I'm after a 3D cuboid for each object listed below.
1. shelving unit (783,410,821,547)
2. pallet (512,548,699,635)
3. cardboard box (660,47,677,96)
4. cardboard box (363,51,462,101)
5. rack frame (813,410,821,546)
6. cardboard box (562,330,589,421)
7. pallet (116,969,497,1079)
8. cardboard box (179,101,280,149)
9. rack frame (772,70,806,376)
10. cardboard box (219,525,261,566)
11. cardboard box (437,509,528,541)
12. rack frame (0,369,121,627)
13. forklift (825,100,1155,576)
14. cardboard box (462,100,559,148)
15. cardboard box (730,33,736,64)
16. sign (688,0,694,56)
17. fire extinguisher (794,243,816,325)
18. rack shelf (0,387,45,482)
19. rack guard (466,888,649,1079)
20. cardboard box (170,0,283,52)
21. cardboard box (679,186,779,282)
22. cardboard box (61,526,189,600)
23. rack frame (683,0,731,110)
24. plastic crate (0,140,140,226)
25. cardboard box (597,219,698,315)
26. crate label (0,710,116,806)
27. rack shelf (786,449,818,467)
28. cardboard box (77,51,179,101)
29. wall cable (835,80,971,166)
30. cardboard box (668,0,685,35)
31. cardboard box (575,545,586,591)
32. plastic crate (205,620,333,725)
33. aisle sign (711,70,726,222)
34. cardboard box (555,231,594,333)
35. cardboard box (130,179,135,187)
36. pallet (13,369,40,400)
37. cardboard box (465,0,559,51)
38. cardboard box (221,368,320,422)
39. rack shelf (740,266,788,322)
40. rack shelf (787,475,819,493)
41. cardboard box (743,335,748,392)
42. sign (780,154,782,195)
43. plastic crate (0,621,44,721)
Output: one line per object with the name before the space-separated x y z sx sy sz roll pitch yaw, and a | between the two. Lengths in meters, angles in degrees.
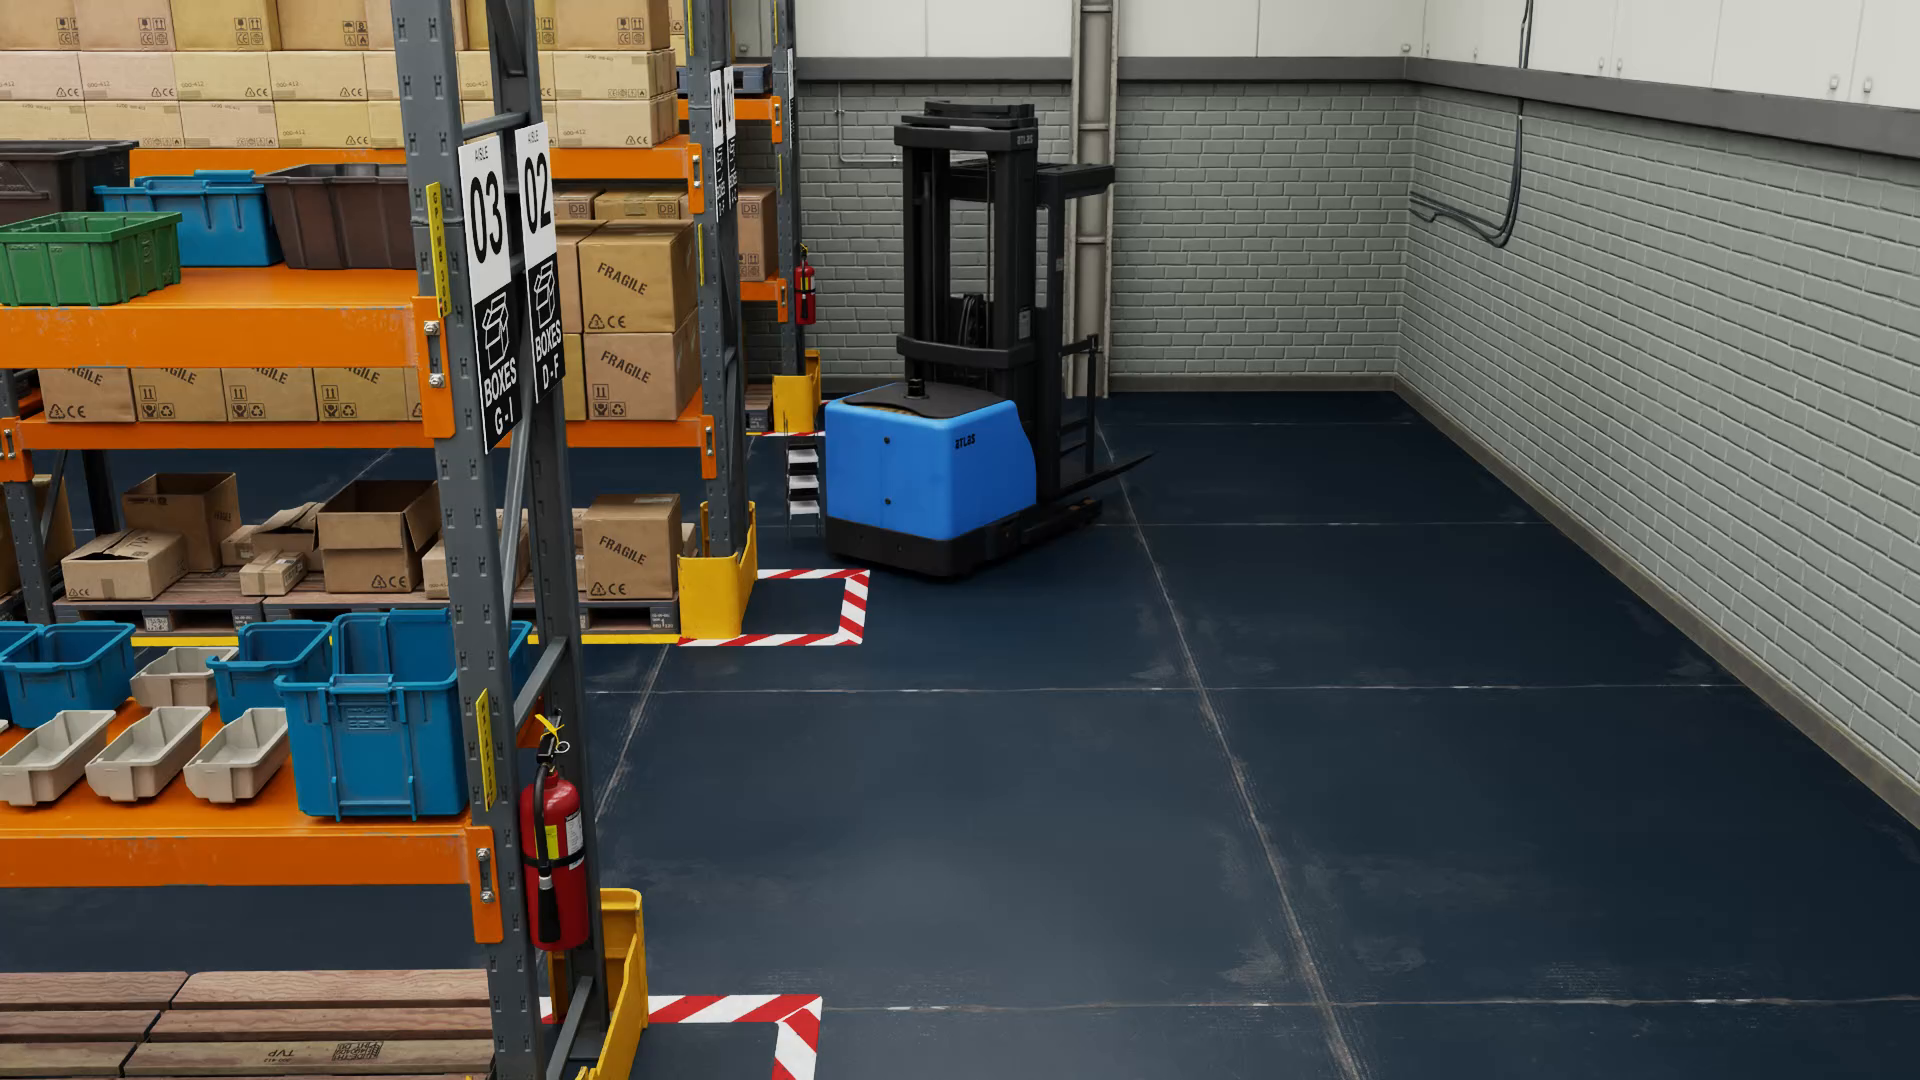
shelving unit | -1.079 -0.419 11.382 0.210 0.900 0.258 -3 18 -10
pallet | -2.273 0.307 10.245 1.213 0.211 1.003 0 18 -1
cardboard box | -1.918 -2.697 9.562 0.500 0.250 0.500 0 18 -1
cardboard box | -2.910 -2.536 9.060 0.500 0.250 0.500 0 18 -1
rack frame | -0.979 -0.425 11.400 0.006 0.900 0.240 -3 18 -10
cardboard box | -2.362 -0.984 9.541 0.500 0.500 0.500 0 18 0
pallet | -2.151 1.807 5.568 1.213 0.211 1.003 0 18 -1
cardboard box | -3.909 -2.293 9.120 0.500 0.250 0.500 0 18 -1
rack frame | -1.482 -2.538 14.550 0.127 3.000 1.000 0 18 -1
cardboard box | -4.460 0.032 10.483 0.250 0.149 0.380 0 18 -1
cardboard box | -2.948 -0.005 10.433 0.500 0.250 0.500 0 18 -1
rack frame | -5.399 -1.006 9.773 0.127 3.000 1.000 0 18 -1
forklift | 0.366 -1.552 11.587 1.130 2.935 3.031 12 22 34
cardboard box | -2.410 -2.300 9.142 0.500 0.250 0.500 0 18 -1
cardboard box | -2.216 -4.214 14.258 0.500 0.250 0.500 1 18 2
sign | -1.411 -2.706 8.711 0.005 0.325 0.100 0 18 -1
fire extinguisher | -1.324 -2.184 14.181 0.183 0.674 0.296 0 18 -1
rack shelf | -7.399 -0.654 9.853 4.000 0.370 1.077 0 18 -1
rack guard | -1.302 1.674 5.512 0.348 0.500 1.175 0 18 -1
cardboard box | -3.912 -2.936 9.077 0.500 0.500 0.700 0 18 -1
cardboard box | -1.992 -2.676 14.487 0.700 0.700 0.980 1 18 2
cardboard box | -4.976 0.129 9.917 0.500 0.311 0.500 0 18 -1
rack frame | -1.400 -3.882 8.917 0.127 3.000 1.000 0 18 -1
plastic crate | -2.857 -0.988 4.907 0.767 0.338 0.504 0 18 -1
cardboard box | -1.848 -1.628 9.910 0.500 0.500 0.500 0 18 1
crate label | -2.706 0.649 4.946 0.243 0.136 0.396 0 18 -1
rack shelf | -1.079 -0.559 11.337 0.200 0.077 0.258 -3 18 -10
cardboard box | -4.409 -2.531 9.042 0.500 0.250 0.500 0 18 -1
wall cable | -0.217 -3.317 15.314 1.851 1.984 0.084 0 18 -1
cardboard box | -2.209 -4.413 13.650 0.500 0.500 0.500 0 18 -1
cardboard box | -2.346 0.167 10.036 0.250 0.166 0.380 0 18 -1
plastic crate | -2.236 0.442 5.434 0.300 0.233 0.416 0 18 -1
aisle sign | -1.327 -2.170 9.146 0.004 0.787 0.394 0 18 -1
cardboard box | -2.346 -1.460 9.389 0.500 0.500 0.500 0 18 1
cardboard box | -6.966 -2.993 14.055 0.500 0.250 0.500 0 18 0
pallet | -6.200 -0.944 9.895 1.213 0.211 1.003 0 18 -1
cardboard box | -2.415 -2.993 9.257 0.500 0.500 0.700 0 18 -1
cardboard box | -3.873 -0.978 9.522 0.500 0.500 0.500 0 18 -1
rack shelf | -3.482 -2.186 14.630 4.000 0.370 1.077 0 18 -1
rack shelf | -1.079 -0.388 11.392 0.200 0.077 0.258 -3 18 -10
cardboard box | -2.180 -1.514 14.762 0.500 0.500 0.700 0 18 -1
sign | -1.487 -3.037 13.820 0.005 0.325 0.100 0 18 -1
plastic crate | -3.194 0.447 5.419 0.300 0.233 0.416 0 18 -1
